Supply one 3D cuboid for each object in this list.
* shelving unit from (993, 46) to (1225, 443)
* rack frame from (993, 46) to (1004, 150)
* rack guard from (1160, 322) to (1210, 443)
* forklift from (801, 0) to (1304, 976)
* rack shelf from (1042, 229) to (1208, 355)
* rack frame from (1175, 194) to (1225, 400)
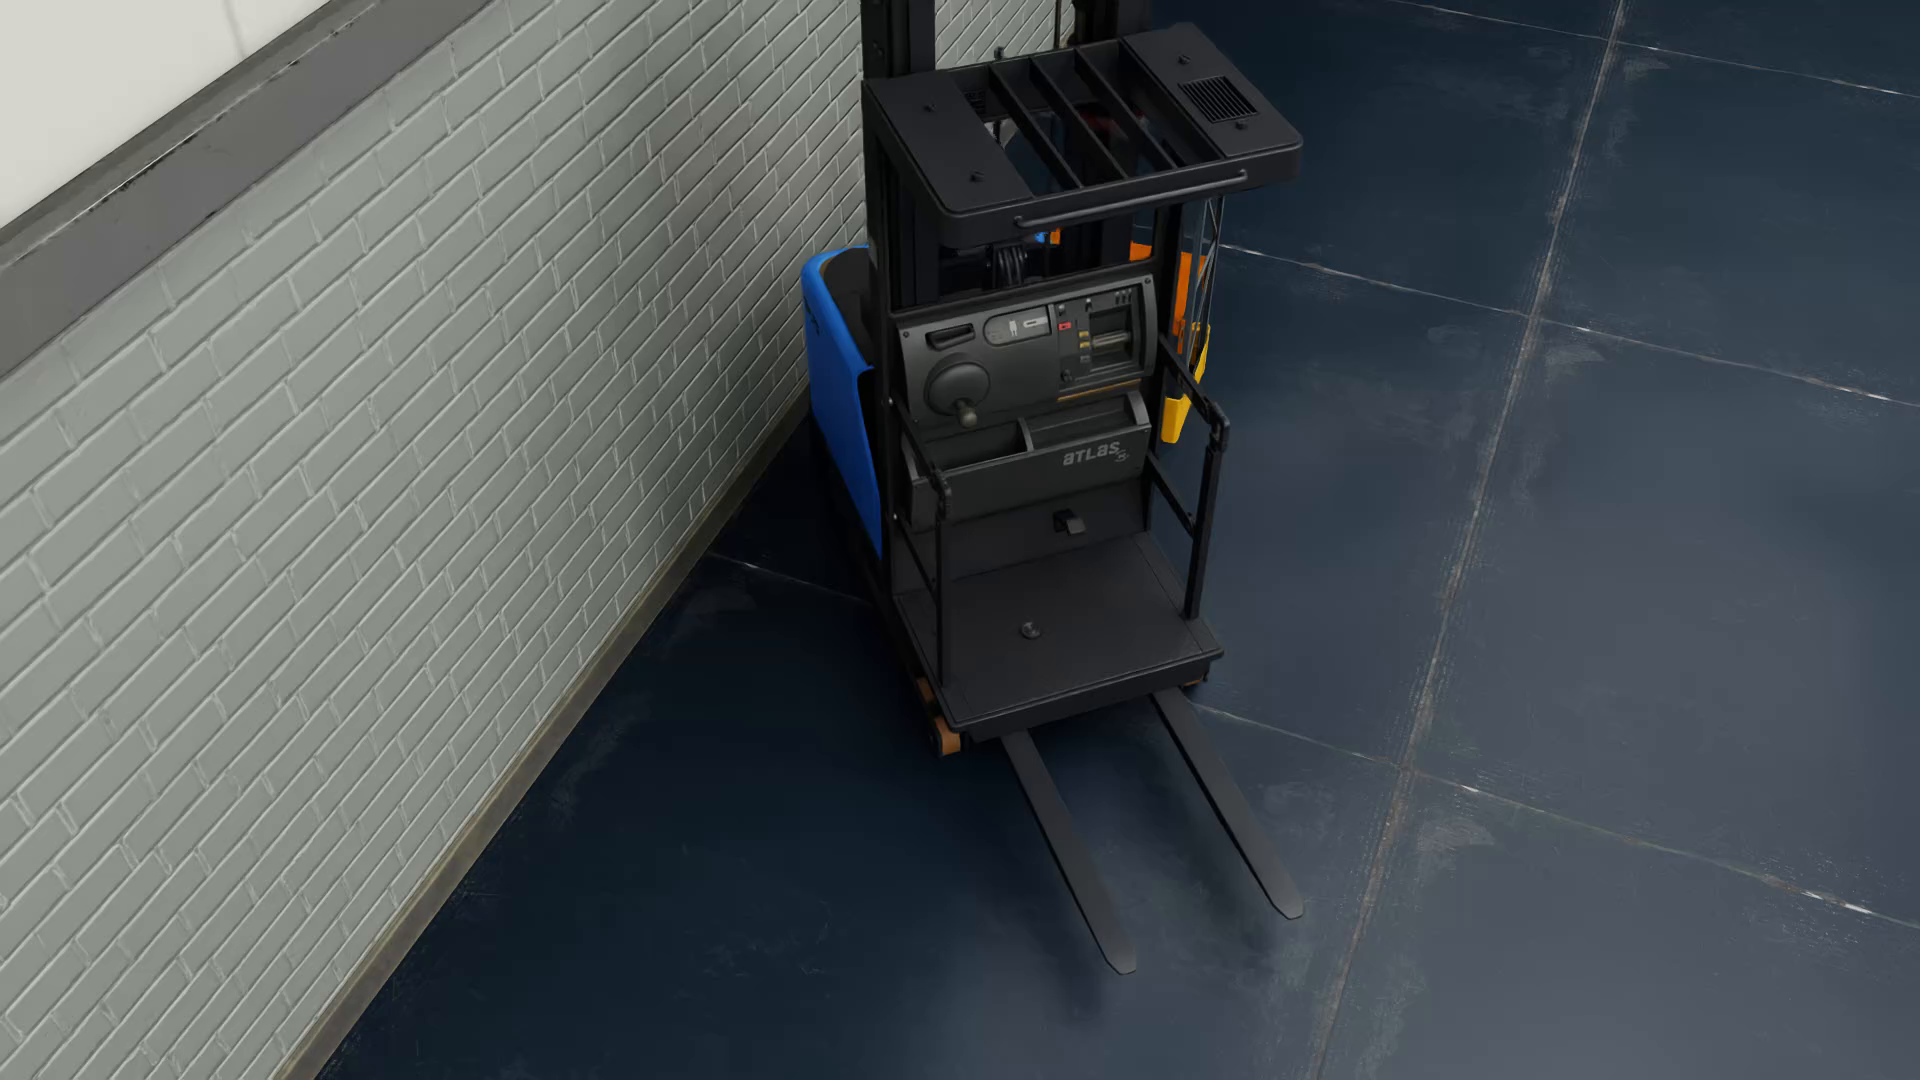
[{"bbox_3d":[0.563,-1.285,7.317,1.083,1.500,0.587,14,46,13],"label":"shelving unit"},{"bbox_3d":[0.092,-1.400,7.433,0.032,1.500,0.500,14,46,13],"label":"rack frame"},{"bbox_3d":[1.034,-0.727,7.642,0.087,0.250,0.587,14,46,13],"label":"rack guard"},{"bbox_3d":[0.318,-0.561,5.575,1.130,2.935,3.031,-14,47,-14],"label":"forklift"},{"bbox_3d":[0.572,-1.155,7.442,1.000,0.185,0.538,14,46,13],"label":"rack shelf"},{"bbox_3d":[1.052,-1.165,7.197,0.032,1.500,0.500,14,46,13],"label":"rack frame"}]
